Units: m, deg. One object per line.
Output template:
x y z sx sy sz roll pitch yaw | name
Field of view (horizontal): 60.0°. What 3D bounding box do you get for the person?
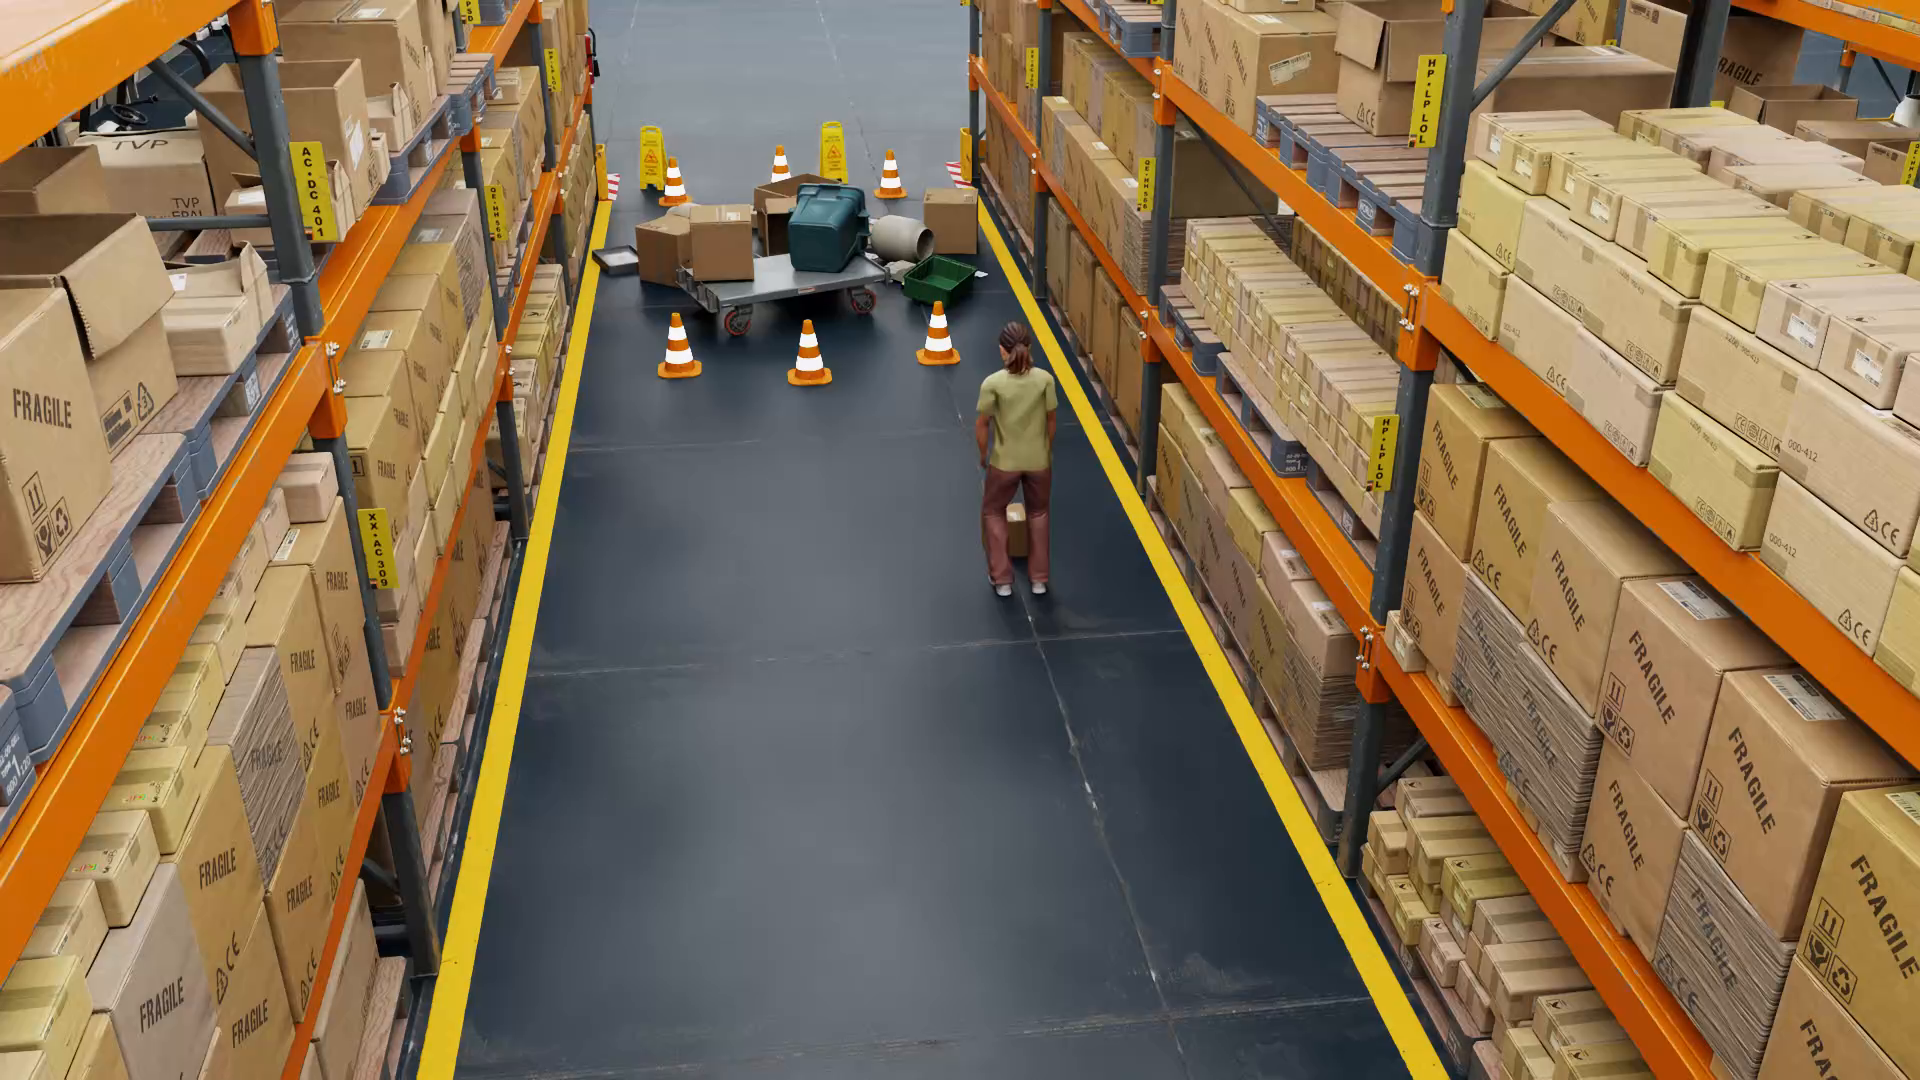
0.317 -0.452 9.561 0.470 1.627 0.388 -3 27 -6 | person
